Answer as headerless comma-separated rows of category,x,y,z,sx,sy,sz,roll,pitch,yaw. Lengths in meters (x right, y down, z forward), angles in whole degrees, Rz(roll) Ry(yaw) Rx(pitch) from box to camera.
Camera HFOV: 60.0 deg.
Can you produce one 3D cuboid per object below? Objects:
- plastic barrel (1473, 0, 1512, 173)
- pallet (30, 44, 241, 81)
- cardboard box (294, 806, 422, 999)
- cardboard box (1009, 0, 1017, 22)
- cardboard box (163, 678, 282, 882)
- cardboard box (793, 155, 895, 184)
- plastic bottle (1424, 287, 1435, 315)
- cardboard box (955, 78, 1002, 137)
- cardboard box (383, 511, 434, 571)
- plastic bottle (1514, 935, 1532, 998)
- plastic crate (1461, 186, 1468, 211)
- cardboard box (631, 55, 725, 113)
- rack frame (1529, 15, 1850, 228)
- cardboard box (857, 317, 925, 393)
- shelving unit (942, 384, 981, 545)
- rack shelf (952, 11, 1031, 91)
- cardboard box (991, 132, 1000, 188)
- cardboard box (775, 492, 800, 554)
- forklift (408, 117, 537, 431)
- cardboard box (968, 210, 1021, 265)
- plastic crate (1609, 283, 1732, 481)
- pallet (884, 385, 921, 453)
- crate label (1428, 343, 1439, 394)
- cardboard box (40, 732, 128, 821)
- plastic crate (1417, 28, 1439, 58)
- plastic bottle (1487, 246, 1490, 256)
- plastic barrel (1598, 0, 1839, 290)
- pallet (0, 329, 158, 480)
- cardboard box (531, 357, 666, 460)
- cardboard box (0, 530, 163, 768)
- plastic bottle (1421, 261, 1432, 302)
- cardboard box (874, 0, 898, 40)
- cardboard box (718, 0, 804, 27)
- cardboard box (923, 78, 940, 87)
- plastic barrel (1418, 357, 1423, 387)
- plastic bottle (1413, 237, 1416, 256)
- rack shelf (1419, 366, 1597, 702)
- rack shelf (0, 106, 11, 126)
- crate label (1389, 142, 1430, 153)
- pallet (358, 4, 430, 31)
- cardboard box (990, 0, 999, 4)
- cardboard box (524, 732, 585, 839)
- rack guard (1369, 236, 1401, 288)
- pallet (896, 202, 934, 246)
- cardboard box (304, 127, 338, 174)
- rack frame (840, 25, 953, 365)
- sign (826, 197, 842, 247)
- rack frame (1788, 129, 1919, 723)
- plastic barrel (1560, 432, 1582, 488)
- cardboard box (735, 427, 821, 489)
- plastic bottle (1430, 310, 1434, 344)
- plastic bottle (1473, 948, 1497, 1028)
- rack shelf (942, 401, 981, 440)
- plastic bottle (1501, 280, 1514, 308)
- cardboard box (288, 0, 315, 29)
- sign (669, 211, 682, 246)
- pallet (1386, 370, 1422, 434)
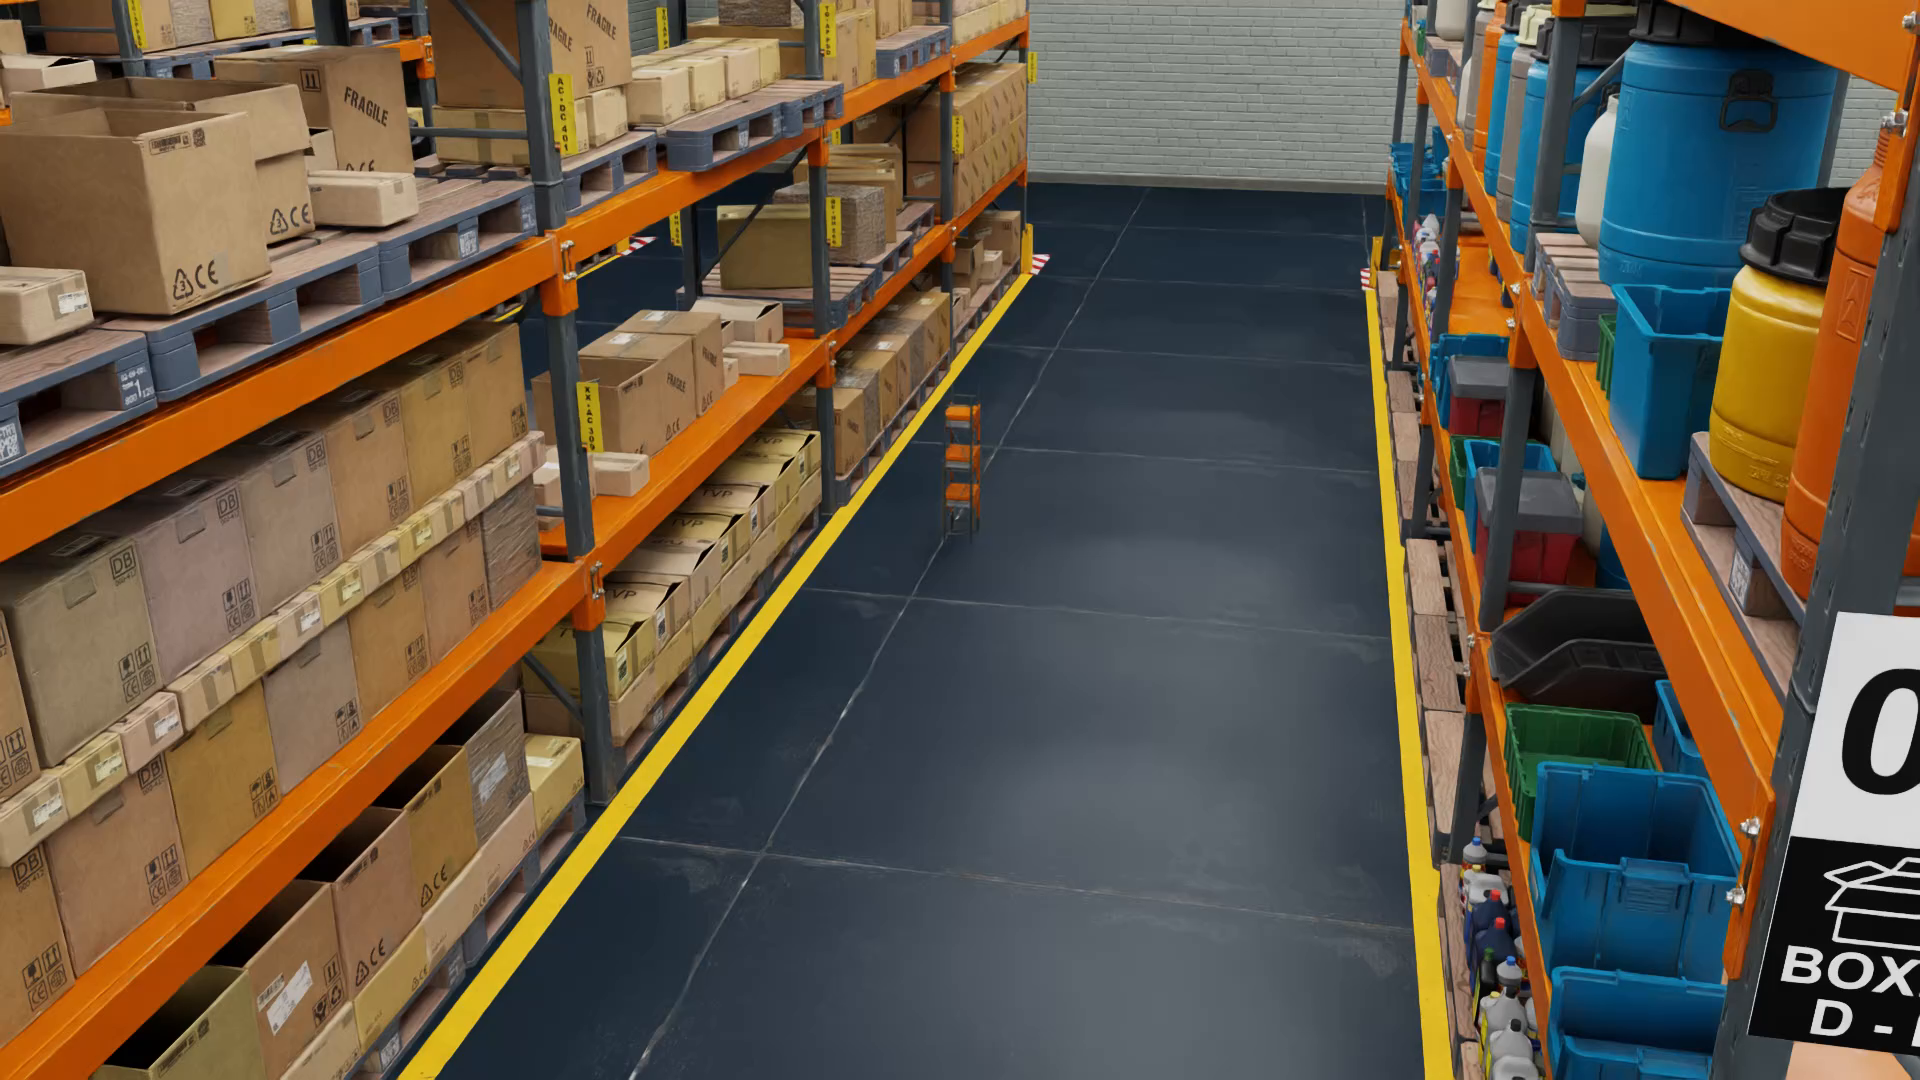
plastic barrel,2.954,-2.301,8.462,0.600,0.830,0.708,4,22,11
pallet,-6.151,-3.532,12.346,1.213,0.211,1.003,6,23,13
cardboard box,-2.377,1.319,6.179,0.500,0.500,0.500,4,22,11
cardboard box,0.292,-5.470,17.106,0.500,0.250,0.500,4,22,11
cardboard box,-2.696,0.724,5.408,0.700,0.500,0.500,5,22,11
cardboard box,-0.958,-2.904,13.853,0.700,0.500,0.500,8,23,19
plastic bottle,3.360,-1.696,11.816,0.097,0.201,0.097,0,22,0
cardboard box,0.122,-4.302,16.548,0.500,0.500,0.500,5,23,13
cardboard box,-2.252,-0.009,6.359,0.380,0.149,0.250,4,22,11
plastic bottle,2.169,1.617,6.387,0.097,0.271,0.097,0,22,0
plastic crate,4.776,-3.214,15.396,0.437,0.282,0.530,4,22,11
cardboard box,-1.635,-2.557,9.312,0.500,0.250,0.500,4,22,10
rack frame,2.652,-2.553,5.648,1.000,3.000,0.127,4,22,11
cardboard box,-0.596,-1.554,13.954,0.500,0.500,0.500,5,22,12
shelving unit,0.011,-0.507,11.206,0.215,1.050,0.252,4,22,11
rack shelf,-0.156,-4.864,16.364,1.077,0.370,4.000,4,22,11
cardboard box,0.114,-3.844,16.748,0.500,0.500,0.500,4,22,10
cardboard box,-1.351,-0.132,10.784,0.500,0.250,0.500,4,22,10
forklift,-3.966,-1.091,10.138,3.031,2.935,1.130,-4,22,-10
cardboard box,0.382,-3.365,18.451,0.500,0.500,0.500,4,22,11
plastic crate,1.930,-0.412,4.368,0.392,0.384,0.575,4,22,11
pallet,-0.940,-1.034,13.638,1.003,0.211,1.213,4,22,11
crate label,3.015,-1.030,10.121,0.303,0.233,0.416,4,22,11
cardboard box,-2.619,0.651,4.719,0.380,0.149,0.250,5,22,11
plastic crate,4.075,-4.167,13.954,0.450,0.188,0.662,4,22,11
plastic bottle,4.394,-2.438,13.658,0.097,0.201,0.097,0,22,0
plastic barrel,2.344,-1.233,5.153,0.600,0.901,0.708,4,22,11
pallet,-2.843,-0.294,4.171,1.003,0.211,1.213,4,22,11
cardboard box,-1.917,-0.668,8.864,0.500,0.500,0.500,6,23,15
cardboard box,-2.792,0.283,4.764,0.700,0.500,0.500,4,22,10
plastic bottle,3.431,-1.894,12.198,0.061,0.283,0.133,4,22,11
cardboard box,-0.853,-4.329,13.243,0.600,0.600,0.600,4,22,10
cardboard box,-1.285,-3.673,10.971,0.500,0.500,0.500,4,22,11
cardboard box,-0.406,-4.346,16.657,0.500,0.500,0.500,4,22,10
plastic barrel,4.156,-1.720,13.856,0.600,0.901,0.708,4,22,11
plastic bottle,3.759,-2.410,13.589,0.097,0.201,0.097,0,22,0
rack shelf,3.060,-0.168,8.719,1.077,0.370,4.000,4,22,11
rack shelf,-6.639,-2.315,10.034,1.077,0.370,4.000,4,22,11
crate label,4.727,-4.044,17.524,0.416,0.233,0.303,4,22,11
pallet,-5.237,-5.100,16.106,1.003,0.211,1.213,4,22,11
cardboard box,0.093,-5.336,16.103,0.500,0.250,0.500,4,22,11
cardboard box,-2.078,1.117,7.682,0.500,0.250,0.500,4,22,11
rack guard,5.092,-3.009,18.157,1.175,0.500,0.348,4,22,11
pallet,-0.834,-2.702,14.305,1.003,0.211,1.213,4,22,11
cardboard box,-2.668,-1.398,6.163,0.500,0.311,0.500,3,22,8
rack frame,-0.564,-3.075,14.974,1.000,3.000,0.127,4,22,11
sign,-0.837,-2.108,11.023,0.100,0.325,0.005,4,22,11
rack frame,1.835,-1.090,2.016,1.000,3.000,0.127,4,22,11
plastic barrel,3.211,-0.435,8.237,0.433,0.535,0.433,0,22,0
cardboard box,-1.246,-0.582,11.150,0.500,0.311,0.500,5,22,12
plastic bottle,3.180,-1.444,11.080,0.061,0.283,0.133,4,22,11
plastic bottle,1.968,1.675,6.226,0.061,0.283,0.133,5,23,13
rack shelf,0.011,-0.760,11.104,0.215,0.259,0.240,4,22,11
plastic bottle,4.016,-1.872,12.052,0.144,0.351,0.185,4,22,11
cardboard box,-5.752,-4.571,13.951,0.700,0.500,0.500,4,22,10
sign,-1.914,-2.151,11.234,0.100,0.325,0.005,4,22,11
pallet,4.086,-1.124,13.861,1.003,0.211,1.213,4,22,11
